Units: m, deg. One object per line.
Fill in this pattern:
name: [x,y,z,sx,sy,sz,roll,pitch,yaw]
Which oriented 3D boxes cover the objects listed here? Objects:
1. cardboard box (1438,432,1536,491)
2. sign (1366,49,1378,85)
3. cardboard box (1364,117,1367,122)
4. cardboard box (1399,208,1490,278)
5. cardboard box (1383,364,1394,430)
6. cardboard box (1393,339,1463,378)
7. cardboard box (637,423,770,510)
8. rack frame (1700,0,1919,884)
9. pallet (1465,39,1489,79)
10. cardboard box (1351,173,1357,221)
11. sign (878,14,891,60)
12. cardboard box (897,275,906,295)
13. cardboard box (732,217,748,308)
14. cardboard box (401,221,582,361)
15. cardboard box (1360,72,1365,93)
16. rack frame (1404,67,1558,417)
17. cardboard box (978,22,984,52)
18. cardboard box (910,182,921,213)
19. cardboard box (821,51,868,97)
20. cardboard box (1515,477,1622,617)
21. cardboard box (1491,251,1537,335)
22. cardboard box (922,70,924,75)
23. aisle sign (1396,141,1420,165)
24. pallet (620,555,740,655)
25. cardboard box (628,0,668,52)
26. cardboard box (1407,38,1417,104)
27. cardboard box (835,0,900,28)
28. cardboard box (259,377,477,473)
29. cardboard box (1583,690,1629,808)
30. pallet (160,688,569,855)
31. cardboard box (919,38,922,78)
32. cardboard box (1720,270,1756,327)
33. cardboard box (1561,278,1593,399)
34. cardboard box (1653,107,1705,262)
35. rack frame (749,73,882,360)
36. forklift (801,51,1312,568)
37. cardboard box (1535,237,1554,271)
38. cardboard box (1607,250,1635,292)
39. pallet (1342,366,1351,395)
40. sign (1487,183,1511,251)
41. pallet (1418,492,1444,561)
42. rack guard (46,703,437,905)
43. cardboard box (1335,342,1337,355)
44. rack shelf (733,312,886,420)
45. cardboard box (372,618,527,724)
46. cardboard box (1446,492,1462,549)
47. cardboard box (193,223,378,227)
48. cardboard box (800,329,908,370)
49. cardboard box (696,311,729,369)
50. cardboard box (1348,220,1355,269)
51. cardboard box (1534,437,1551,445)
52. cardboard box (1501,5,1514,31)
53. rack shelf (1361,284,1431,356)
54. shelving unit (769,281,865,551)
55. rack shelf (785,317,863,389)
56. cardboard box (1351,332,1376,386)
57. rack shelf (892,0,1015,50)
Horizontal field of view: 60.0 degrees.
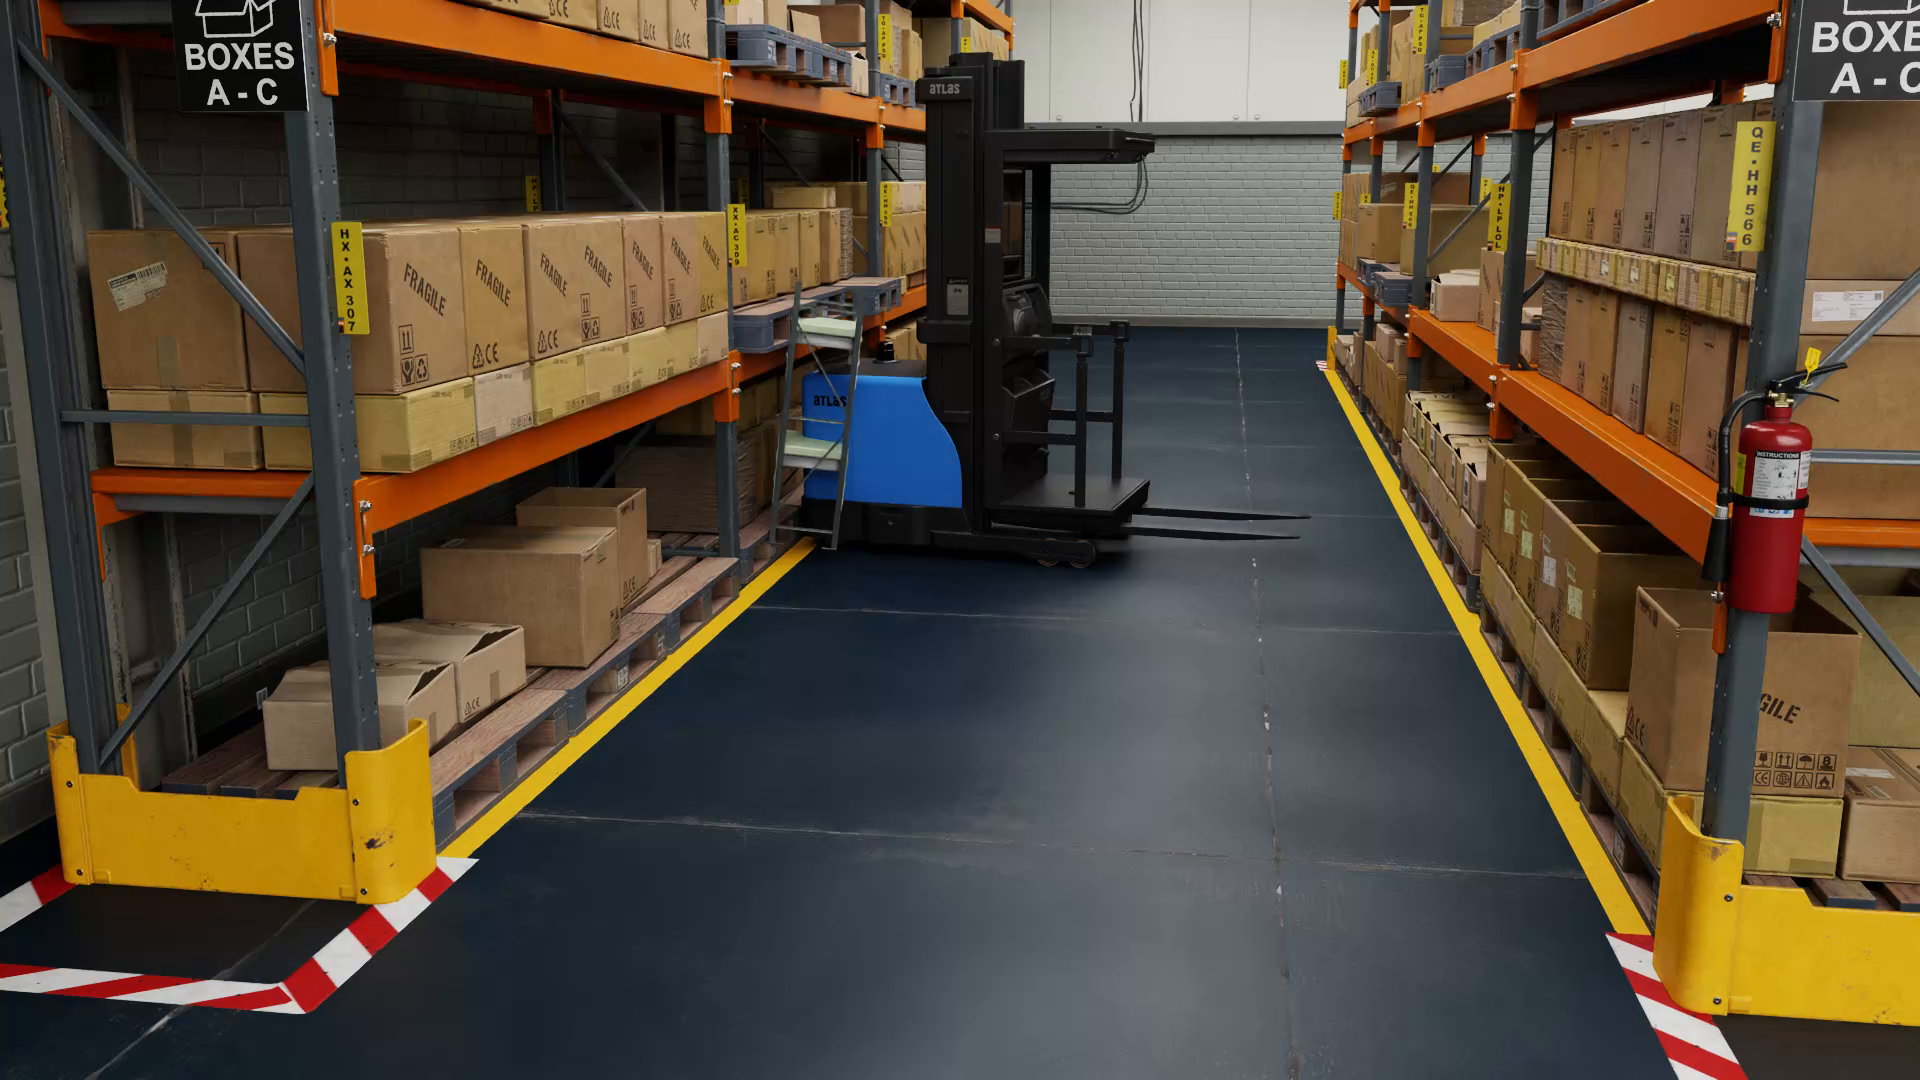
cardboard box: [3.112,-0.477,9.785,0.500,0.311,0.500,2,12,8]
sign: [3.873,-4.436,15.610,0.100,0.325,0.005,2,12,9]
cardboard box: [4.310,-4.308,16.598,0.500,0.250,0.500,2,12,9]
cardboard box: [3.781,-2.257,12.613,0.700,0.500,0.500,-2,12,-10]
cardboard box: [3.787,-1.172,13.698,0.500,0.500,0.500,1,12,7]
cardboard box: [3.712,-1.442,13.175,0.500,0.250,0.500,2,12,11]
cardboard box: [-1.589,-0.452,10.358,0.700,0.500,0.500,2,12,8]
rack frame: [2.565,-0.203,4.316,1.000,3.000,0.127,2,12,9]
pallet: [3.610,-2.865,9.997,1.003,0.211,1.213,2,12,11]
cardboard box: [4.465,-3.669,17.786,0.500,0.500,0.500,2,12,8]
sign: [-0.564,-3.729,12.330,0.100,0.325,0.005,2,12,9]
cardboard box: [-0.649,-2.081,13.578,0.380,0.149,0.250,2,12,10]
cardboard box: [-1.603,-1.564,9.350,0.700,0.500,0.500,2,12,9]
cardboard box: [-1.788,-0.965,6.381,0.500,0.500,0.500,1,12,7]
cardboard box: [4.376,-4.656,17.029,0.500,0.250,0.500,2,12,9]
rack frame: [3.795,-1.868,12.043,1.000,3.000,0.127,2,12,9]
cardboard box: [-0.025,-5.121,17.358,0.500,0.500,0.500,2,12,7]
cardboard box: [-0.621,-2.901,14.064,0.500,0.250,0.500,2,12,9]
cardboard box: [-0.944,-3.302,11.739,0.500,0.311,0.500,2,12,9]
cardboard box: [2.646,0.031,6.979,0.500,0.500,0.500,2,12,9]
cardboard box: [3.472,-1.458,9.901,0.500,0.500,0.500,2,12,9]
cardboard box: [-0.118,-4.643,16.921,0.500,0.250,0.500,2,12,8]
aisle sign: [5.339,-4.809,19.516,0.394,0.787,0.004,2,12,9]
pallet: [-1.784,0.309,8.560,1.003,0.211,1.213,2,12,9]
cardboard box: [-1.639,-2.502,7.580,0.500,0.500,0.500,1,12,4]
cardboard box: [3.908,-3.582,12.636,0.910,0.500,0.500,2,12,9]
cardboard box: [-0.820,-4.663,14.830,0.500,0.250,0.500,1,12,7]
cardboard box: [-1.942,-0.391,5.494,0.500,0.250,0.500,2,12,7]
cardboard box: [2.420,0.710,5.608,0.500,0.250,0.500,2,12,9]
pallet: [-2.159,0.817,6.203,1.003,0.211,1.213,2,12,9]
cardboard box: [-0.729,-4.411,15.441,0.700,0.500,0.500,1,12,6]
cardboard box: [2.474,-0.709,4.887,0.380,0.149,0.250,2,12,10]
cardboard box: [3.043,-0.882,7.229,0.700,0.500,0.500,2,12,8]
cardboard box: [2.810,-1.209,5.664,0.700,0.500,0.500,2,12,9]
rack frame: [-1.100,-2.028,12.784,1.000,3.000,0.127,2,12,9]
forklift: [0.596,-1.393,9.999,3.031,2.935,1.130,4,13,17]
cardboard box: [2.947,-1.352,7.870,0.380,0.149,0.250,2,12,9]
cardboard box: [2.713,-1.029,6.373,0.380,0.149,0.250,2,12,8]
pallet: [4.702,-1.735,18.046,1.003,0.211,1.213,2,12,9]
sign: [2.642,-1.579,8.138,0.100,0.325,0.005,2,12,9]
pallet: [3.440,-0.082,10.372,1.003,0.211,1.213,2,12,9]
rack guard: [-2.319,0.843,5.393,1.175,0.500,0.348,2,12,9]
cardboard box: [4.583,-2.236,19.428,0.380,0.166,0.250,2,12,9]
rack shelf: [-1.408,-1.260,10.928,1.077,0.370,4.000,2,12,9]
cardboard box: [-2.047,0.477,6.499,0.500,0.311,0.500,3,13,13]
cardboard box: [3.037,-0.098,9.357,0.500,0.250,0.500,2,12,8]
cardboard box: [-2.381,-0.875,5.963,0.500,0.500,0.500,2,12,9]
cardboard box: [-0.857,-1.331,13.657,0.750,0.750,0.750,2,12,8]
cardboard box: [-1.489,-1.023,8.431,0.500,0.250,0.500,2,12,9]
cardboard box: [4.464,-3.183,17.905,0.500,0.500,0.500,2,12,9]
cardboard box: [3.650,-0.461,9.710,0.500,0.311,0.500,1,12,7]
cardboard box: [3.619,-3.142,10.192,0.500,0.250,0.500,2,12,8]
rack shelf: [4.103,-1.933,14.051,1.077,0.370,4.000,2,12,9]
shelving unit: [-0.865,-0.764,10.000,0.431,1.500,0.755,6,11,-6]
rack shelf: [-0.817,-1.144,9.928,0.431,0.370,0.720,6,11,-6]
cardboard box: [4.218,-1.822,16.717,0.500,0.500,0.500,2,12,9]
rack shelf: [-0.177,-5.663,18.066,1.077,0.370,4.000,2,12,9]
